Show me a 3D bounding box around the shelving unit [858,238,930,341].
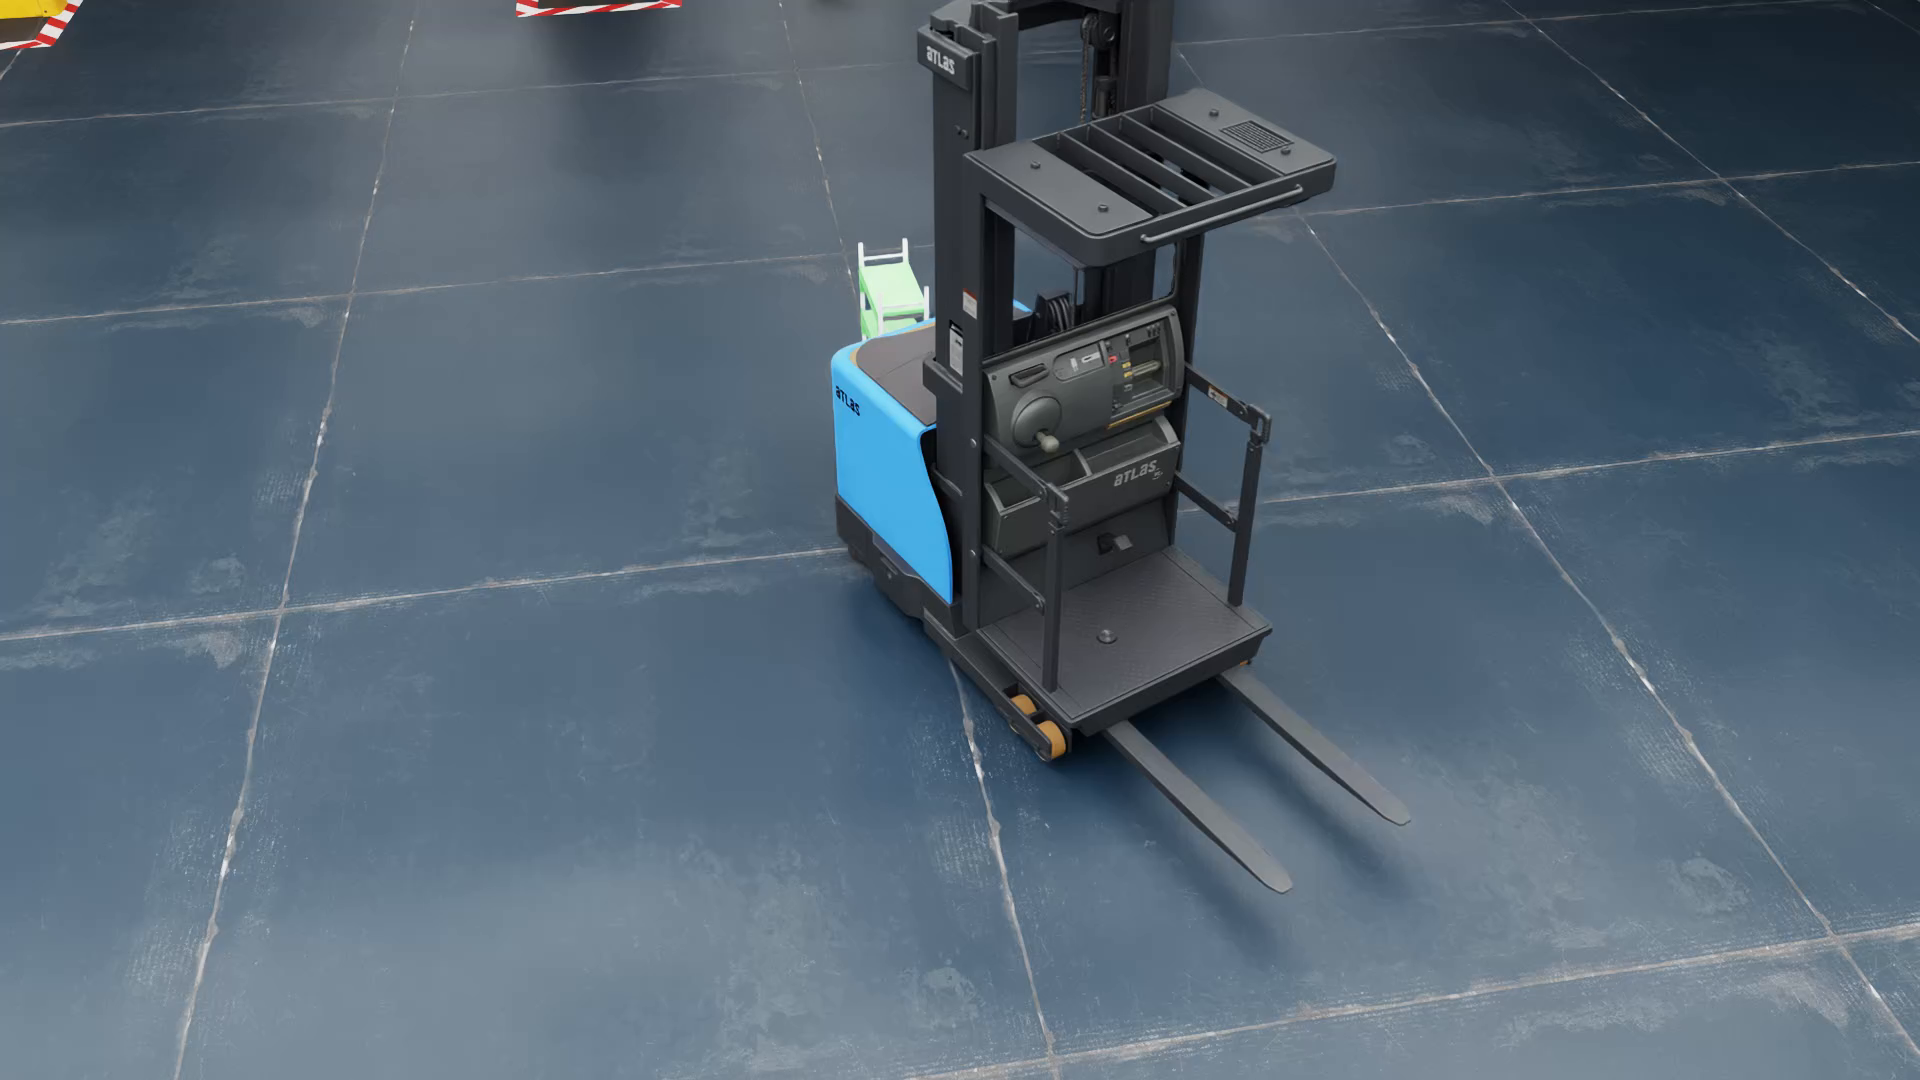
[{"bbox_3d":[-0.318,-0.827,8.237,0.258,1.200,0.503,-8,39,-10],"label":"shelving unit"}]

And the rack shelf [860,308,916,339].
[{"bbox_3d":[-0.318,-0.966,8.128,0.258,0.148,0.480,-8,39,-10],"label":"rack shelf"}]

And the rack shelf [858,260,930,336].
[{"bbox_3d":[-0.318,-1.156,7.981,0.258,0.148,0.480,-8,39,-10],"label":"rack shelf"}]

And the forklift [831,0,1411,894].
[{"bbox_3d":[0.630,-0.569,6.494,1.130,2.935,3.031,-22,43,-26],"label":"forklift"}]

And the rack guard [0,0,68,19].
[{"bbox_3d":[-8.032,-4.561,13.613,1.175,0.500,0.348,-6,38,-8],"label":"rack guard"}]

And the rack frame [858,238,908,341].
[{"bbox_3d":[-0.374,-0.973,8.424,0.240,1.200,0.015,-8,39,-10],"label":"rack frame"}]

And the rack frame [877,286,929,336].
[{"bbox_3d":[-0.263,-0.681,8.049,0.240,1.200,0.015,-8,39,-10],"label":"rack frame"}]
